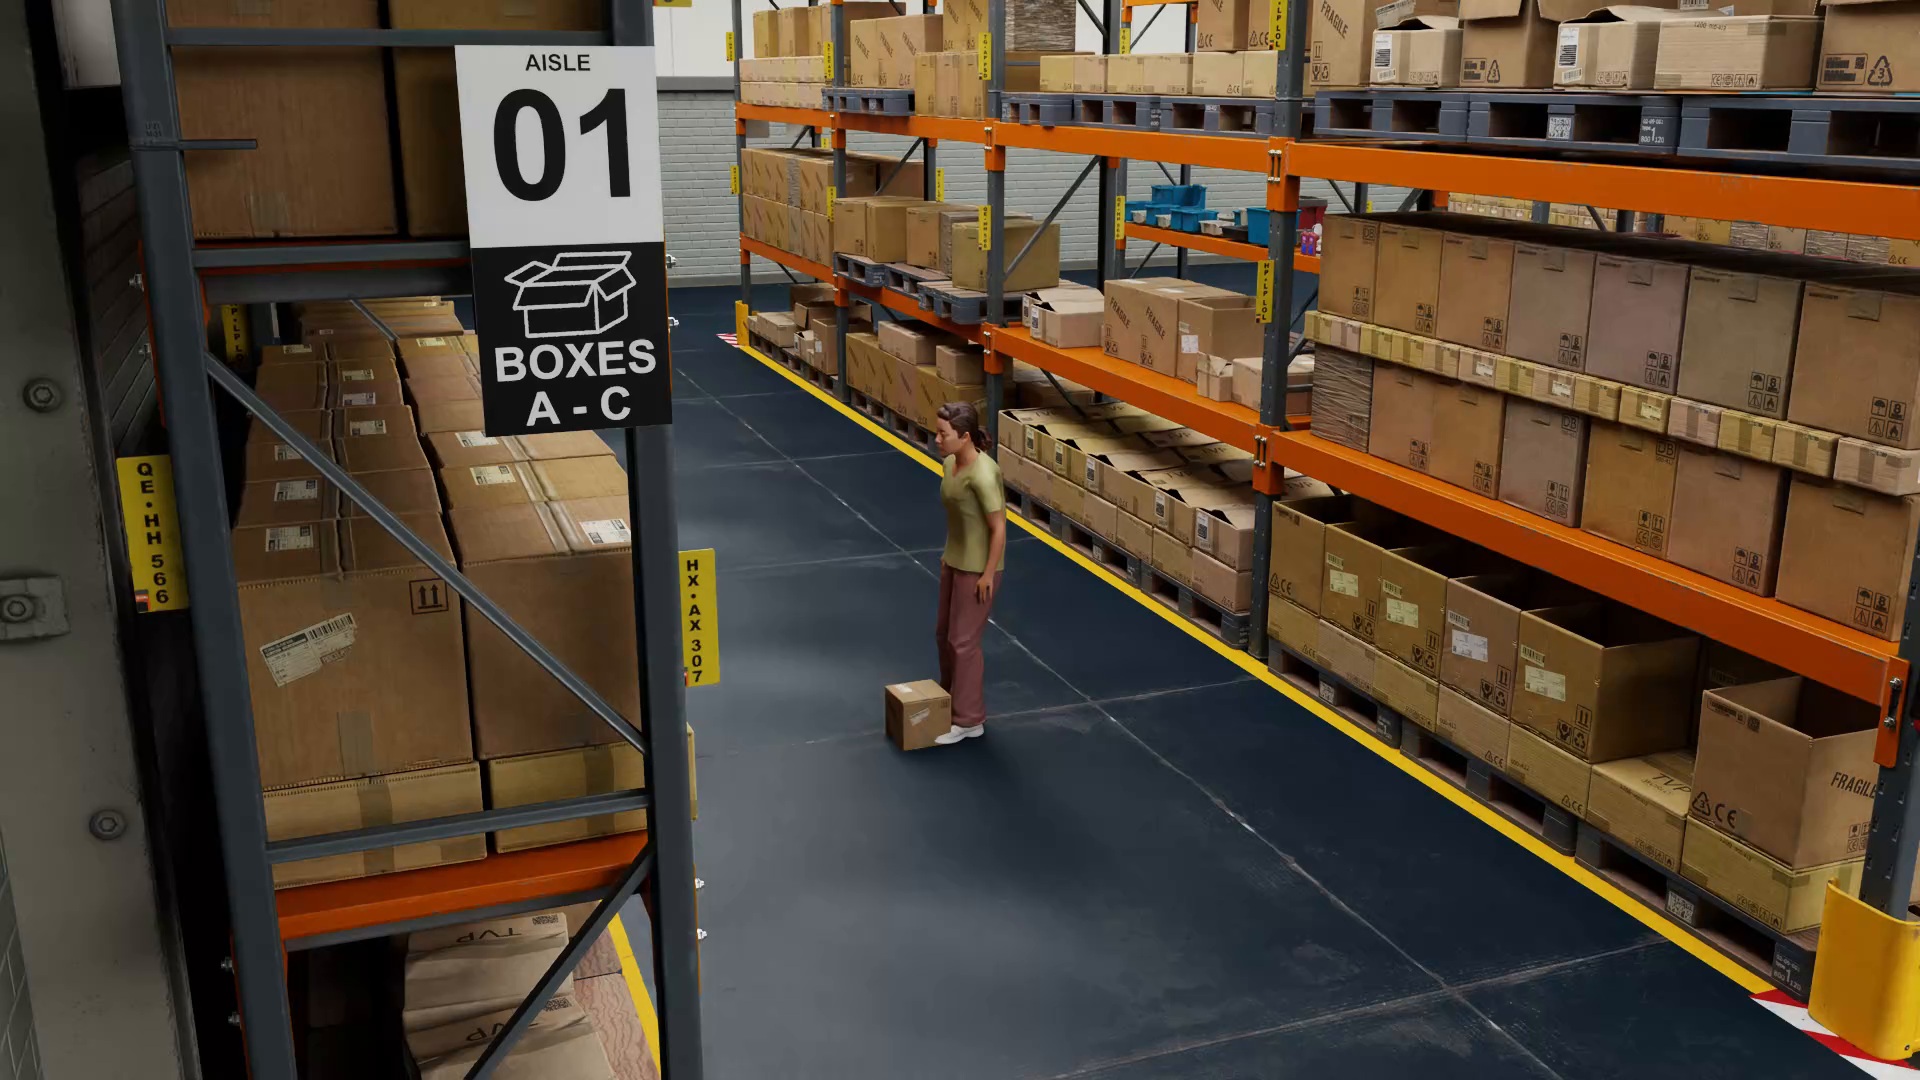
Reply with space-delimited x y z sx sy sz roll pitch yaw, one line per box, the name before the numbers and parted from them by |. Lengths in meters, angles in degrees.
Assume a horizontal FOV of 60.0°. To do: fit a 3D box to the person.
person | 0.000 0.145 8.015 0.416 1.671 0.510 -7 17 -23
